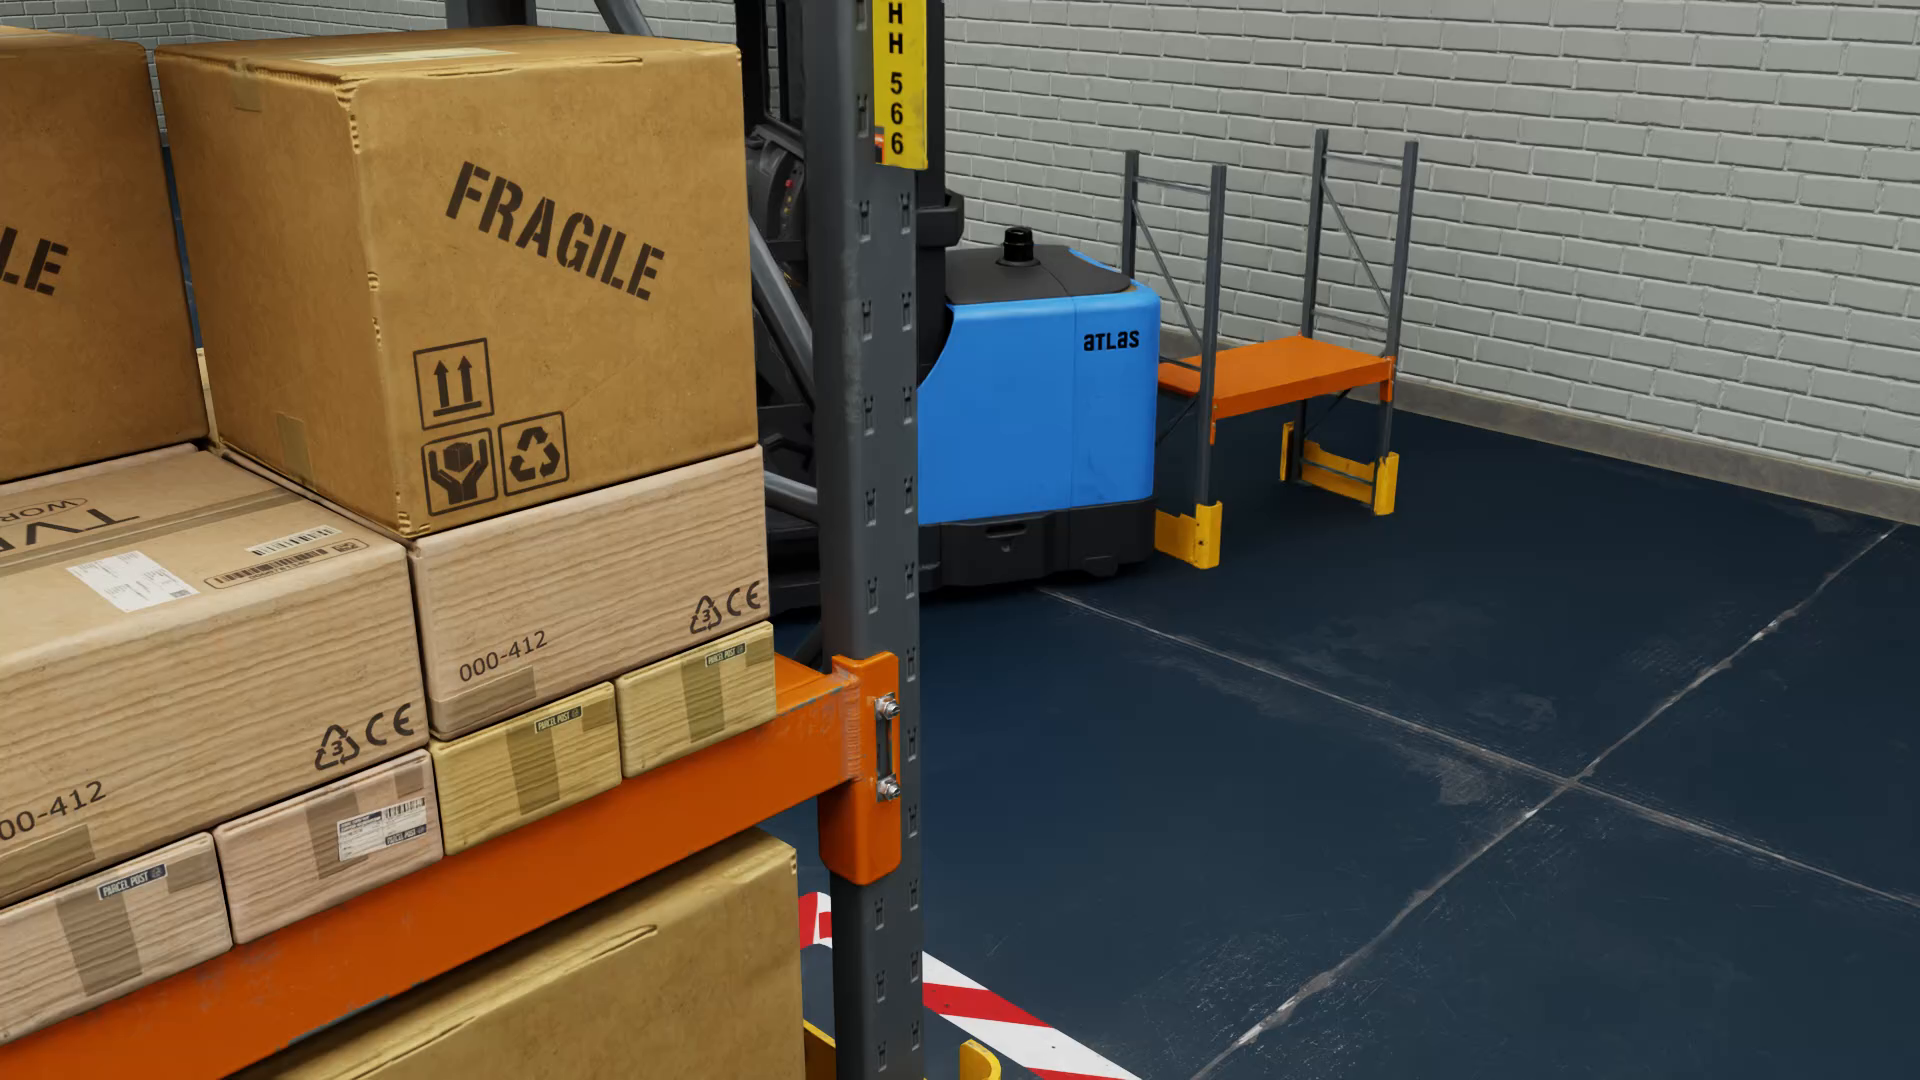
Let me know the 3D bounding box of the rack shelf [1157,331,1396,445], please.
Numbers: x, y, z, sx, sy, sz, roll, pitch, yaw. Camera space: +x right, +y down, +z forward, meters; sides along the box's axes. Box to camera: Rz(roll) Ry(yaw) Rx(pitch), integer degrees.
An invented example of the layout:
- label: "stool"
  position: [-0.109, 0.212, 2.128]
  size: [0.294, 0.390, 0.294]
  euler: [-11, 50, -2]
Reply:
- label: "rack shelf"
  position: [1.183, -0.615, 6.587]
  size: [1.000, 0.185, 0.538]
  euler: [-15, 25, -33]

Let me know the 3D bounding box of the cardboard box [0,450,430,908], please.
- label: "cardboard box"
  position: [-0.961, 0.124, 1.865]
  size: [0.500, 0.250, 0.500]
  euler: [19, 28, 40]

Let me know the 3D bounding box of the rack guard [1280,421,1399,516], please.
- label: "rack guard"
  position: [1.594, -0.307, 7.024]
  size: [0.087, 0.250, 0.587]
  euler: [-15, 25, -33]

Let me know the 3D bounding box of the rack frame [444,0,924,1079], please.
- label: "rack frame"
  position: [-0.459, -0.128, 2.727]
  size: [1.000, 3.000, 0.127]
  euler: [19, 28, 41]

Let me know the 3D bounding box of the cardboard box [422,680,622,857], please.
- label: "cardboard box"
  position: [-0.651, 0.230, 2.145]
  size: [0.380, 0.149, 0.250]
  euler: [20, 28, 41]

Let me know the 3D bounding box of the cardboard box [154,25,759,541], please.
- label: "cardboard box"
  position: [-0.610, -0.356, 2.069]
  size: [0.500, 0.500, 0.500]
  euler: [20, 29, 41]

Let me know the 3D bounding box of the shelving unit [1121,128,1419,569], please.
- label: "shelving unit"
  position: [1.190, -0.785, 6.527]
  size: [1.083, 1.500, 0.587]
  euler: [-15, 25, -33]

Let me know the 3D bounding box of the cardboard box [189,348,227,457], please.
- label: "cardboard box"
  position: [-0.987, -0.141, 2.555]
  size: [0.500, 0.250, 0.500]
  euler: [18, 28, 39]

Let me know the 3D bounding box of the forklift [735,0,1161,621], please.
- label: "forklift"
  position: [-0.846, -1.242, 5.720]
  size: [3.031, 2.935, 1.130]
  euler: [-7, 22, -17]

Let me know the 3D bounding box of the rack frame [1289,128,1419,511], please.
- label: "rack frame"
  position: [1.595, -0.890, 6.800]
  size: [0.032, 1.500, 0.500]
  euler: [-15, 25, -33]

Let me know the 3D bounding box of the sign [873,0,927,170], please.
- label: "sign"
  position: [-0.080, -0.640, 2.114]
  size: [0.100, 0.325, 0.005]
  euler: [19, 28, 41]

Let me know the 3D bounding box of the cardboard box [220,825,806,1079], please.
- label: "cardboard box"
  position: [-0.848, 0.852, 2.553]
  size: [0.875, 0.875, 0.875]
  euler: [19, 28, 41]

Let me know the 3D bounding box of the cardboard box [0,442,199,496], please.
- label: "cardboard box"
  position: [-1.345, -0.006, 2.203]
  size: [0.500, 0.250, 0.500]
  euler: [19, 28, 40]

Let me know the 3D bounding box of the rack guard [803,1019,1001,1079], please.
- label: "rack guard"
  position: [-0.442, 1.033, 3.191]
  size: [1.175, 0.500, 0.348]
  euler: [19, 28, 41]

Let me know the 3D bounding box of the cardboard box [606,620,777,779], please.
- label: "cardboard box"
  position: [-0.471, 0.163, 2.319]
  size: [0.250, 0.149, 0.380]
  euler: [-20, 28, -41]

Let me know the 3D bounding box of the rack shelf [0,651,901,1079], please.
- label: "rack shelf"
  position: [-1.854, 0.722, 1.518]
  size: [1.077, 0.370, 4.000]
  euler: [19, 28, 41]

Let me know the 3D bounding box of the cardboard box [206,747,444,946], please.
- label: "cardboard box"
  position: [-0.828, 0.295, 1.976]
  size: [0.380, 0.149, 0.250]
  euler: [19, 28, 41]

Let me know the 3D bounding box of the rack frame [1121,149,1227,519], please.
- label: "rack frame"
  position: [0.771, -0.676, 6.244]
  size: [0.032, 1.500, 0.500]
  euler: [-15, 25, -33]

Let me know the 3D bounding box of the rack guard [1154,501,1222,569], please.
- label: "rack guard"
  position: [0.787, -0.097, 6.479]
  size: [0.087, 0.250, 0.587]
  euler: [-15, 25, -33]

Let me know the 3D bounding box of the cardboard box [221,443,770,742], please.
- label: "cardboard box"
  position: [-0.607, -0.006, 2.204]
  size: [0.500, 0.250, 0.500]
  euler: [19, 28, 40]

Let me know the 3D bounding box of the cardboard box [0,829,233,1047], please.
- label: "cardboard box"
  position: [-1.003, 0.359, 1.810]
  size: [0.250, 0.149, 0.380]
  euler: [-20, 28, -41]

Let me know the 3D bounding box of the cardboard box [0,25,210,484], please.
- label: "cardboard box"
  position: [-1.336, -0.363, 2.086]
  size: [0.500, 0.500, 0.500]
  euler: [18, 28, 39]
